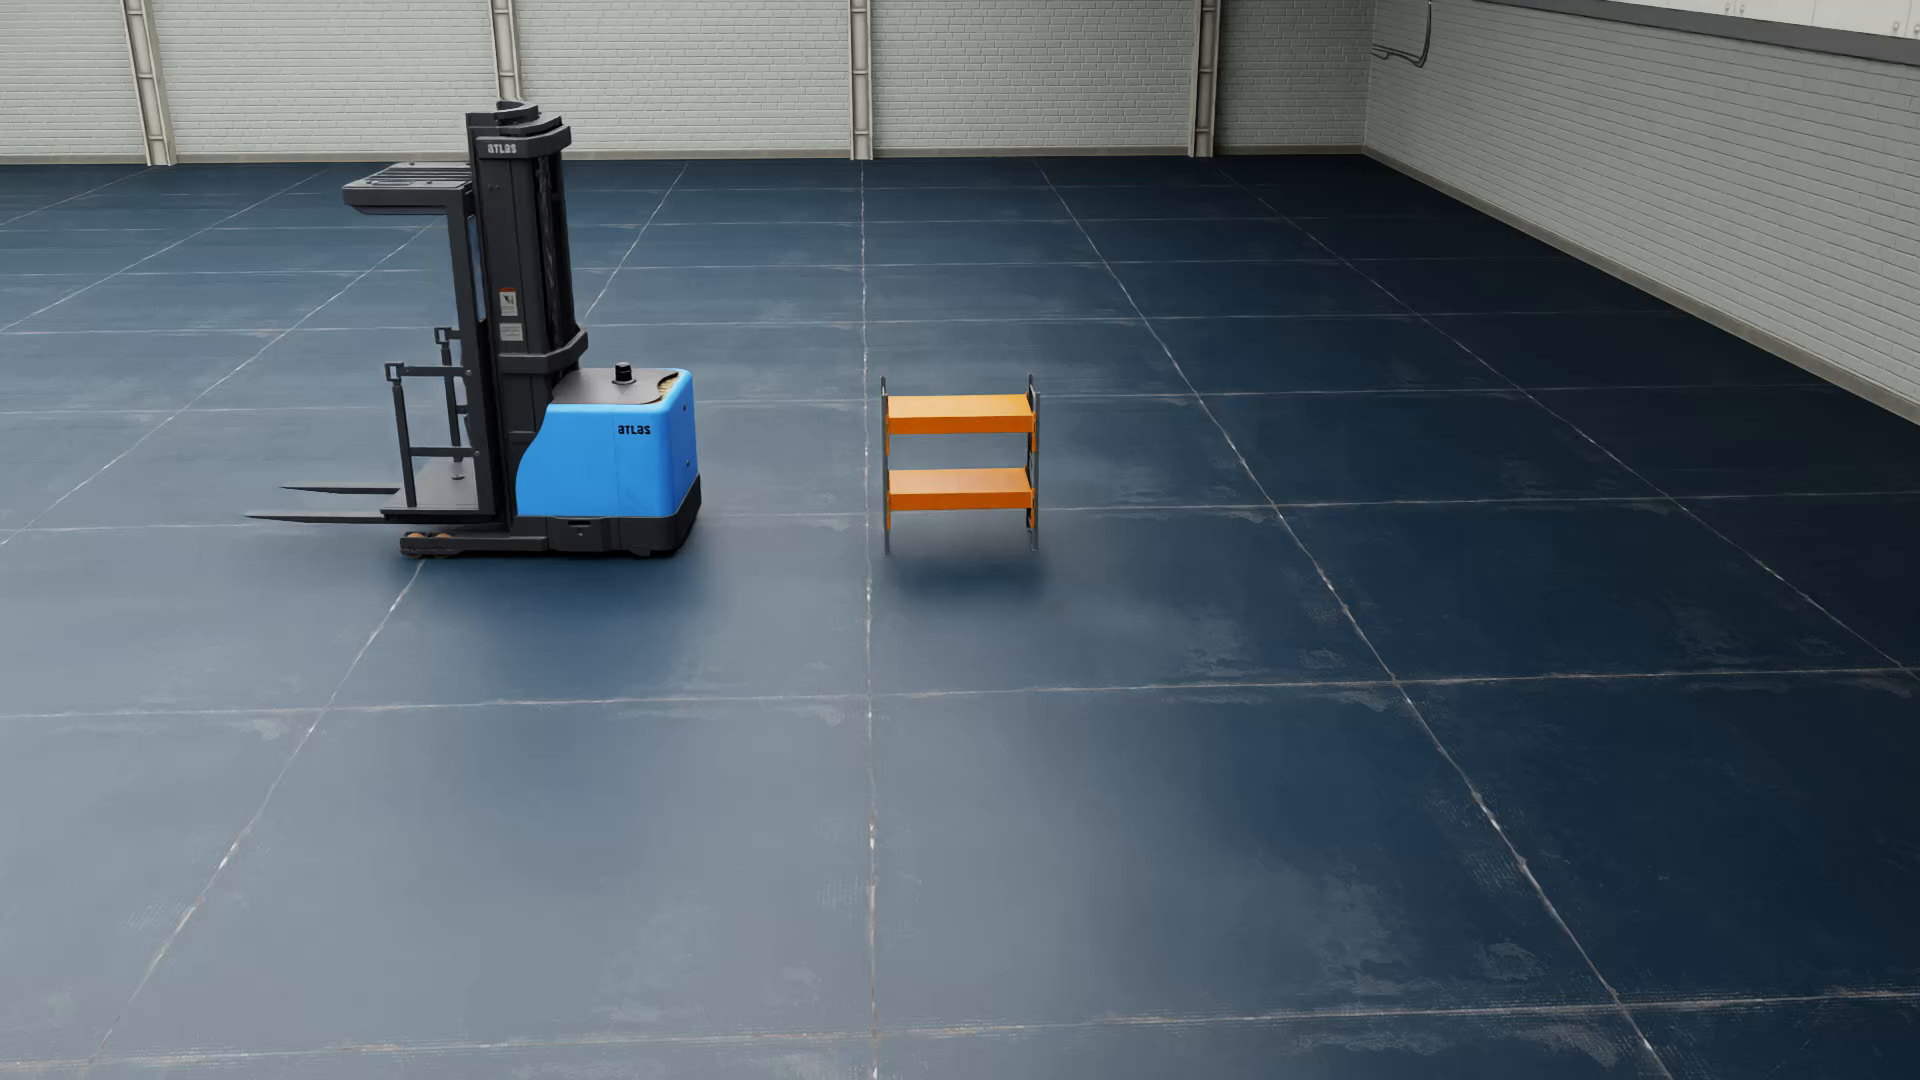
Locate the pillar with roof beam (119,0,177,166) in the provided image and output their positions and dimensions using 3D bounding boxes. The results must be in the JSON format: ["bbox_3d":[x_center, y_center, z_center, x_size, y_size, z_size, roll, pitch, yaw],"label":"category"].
[{"bbox_3d":[-13.459,-9.136,22.969,0.400,9.000,9.100,-1,21,-3],"label":"pillar with roof beam"}]

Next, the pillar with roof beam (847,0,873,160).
[{"bbox_3d":[-1.479,-9.379,23.609,0.400,9.000,9.100,-1,21,-3],"label":"pillar with roof beam"}]

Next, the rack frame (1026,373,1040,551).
[{"bbox_3d":[0.501,-0.536,11.448,0.032,1.125,0.500,-1,21,-3],"label":"rack frame"}]

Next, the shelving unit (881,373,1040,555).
[{"bbox_3d":[-0.007,-0.526,11.420,1.048,1.125,0.538,-1,21,-3],"label":"shelving unit"}]

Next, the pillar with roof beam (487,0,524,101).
[{"bbox_3d":[-7.469,-9.258,23.289,0.400,9.000,9.100,-1,21,-3],"label":"pillar with roof beam"}]

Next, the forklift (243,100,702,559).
[{"bbox_3d":[-3.409,-1.432,11.262,3.031,2.935,1.130,1,21,2],"label":"forklift"}]

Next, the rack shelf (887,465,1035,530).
[{"bbox_3d":[-0.007,-0.297,11.507,1.000,0.278,0.538,-1,21,-3],"label":"rack shelf"}]

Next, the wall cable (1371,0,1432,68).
[{"bbox_3d":[7.282,-9.169,27.422,0.112,2.526,3.097,-1,21,-3],"label":"wall cable"}]

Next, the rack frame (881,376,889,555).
[{"bbox_3d":[-0.514,-0.515,11.393,0.032,1.125,0.500,-1,21,-3],"label":"rack frame"}]

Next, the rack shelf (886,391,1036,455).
[{"bbox_3d":[-0.007,-0.799,11.316,1.000,0.278,0.538,-1,21,-3],"label":"rack shelf"}]

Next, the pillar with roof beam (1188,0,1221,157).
[{"bbox_3d":[4.512,-9.501,23.929,0.400,9.000,9.100,-1,21,-3],"label":"pillar with roof beam"}]
